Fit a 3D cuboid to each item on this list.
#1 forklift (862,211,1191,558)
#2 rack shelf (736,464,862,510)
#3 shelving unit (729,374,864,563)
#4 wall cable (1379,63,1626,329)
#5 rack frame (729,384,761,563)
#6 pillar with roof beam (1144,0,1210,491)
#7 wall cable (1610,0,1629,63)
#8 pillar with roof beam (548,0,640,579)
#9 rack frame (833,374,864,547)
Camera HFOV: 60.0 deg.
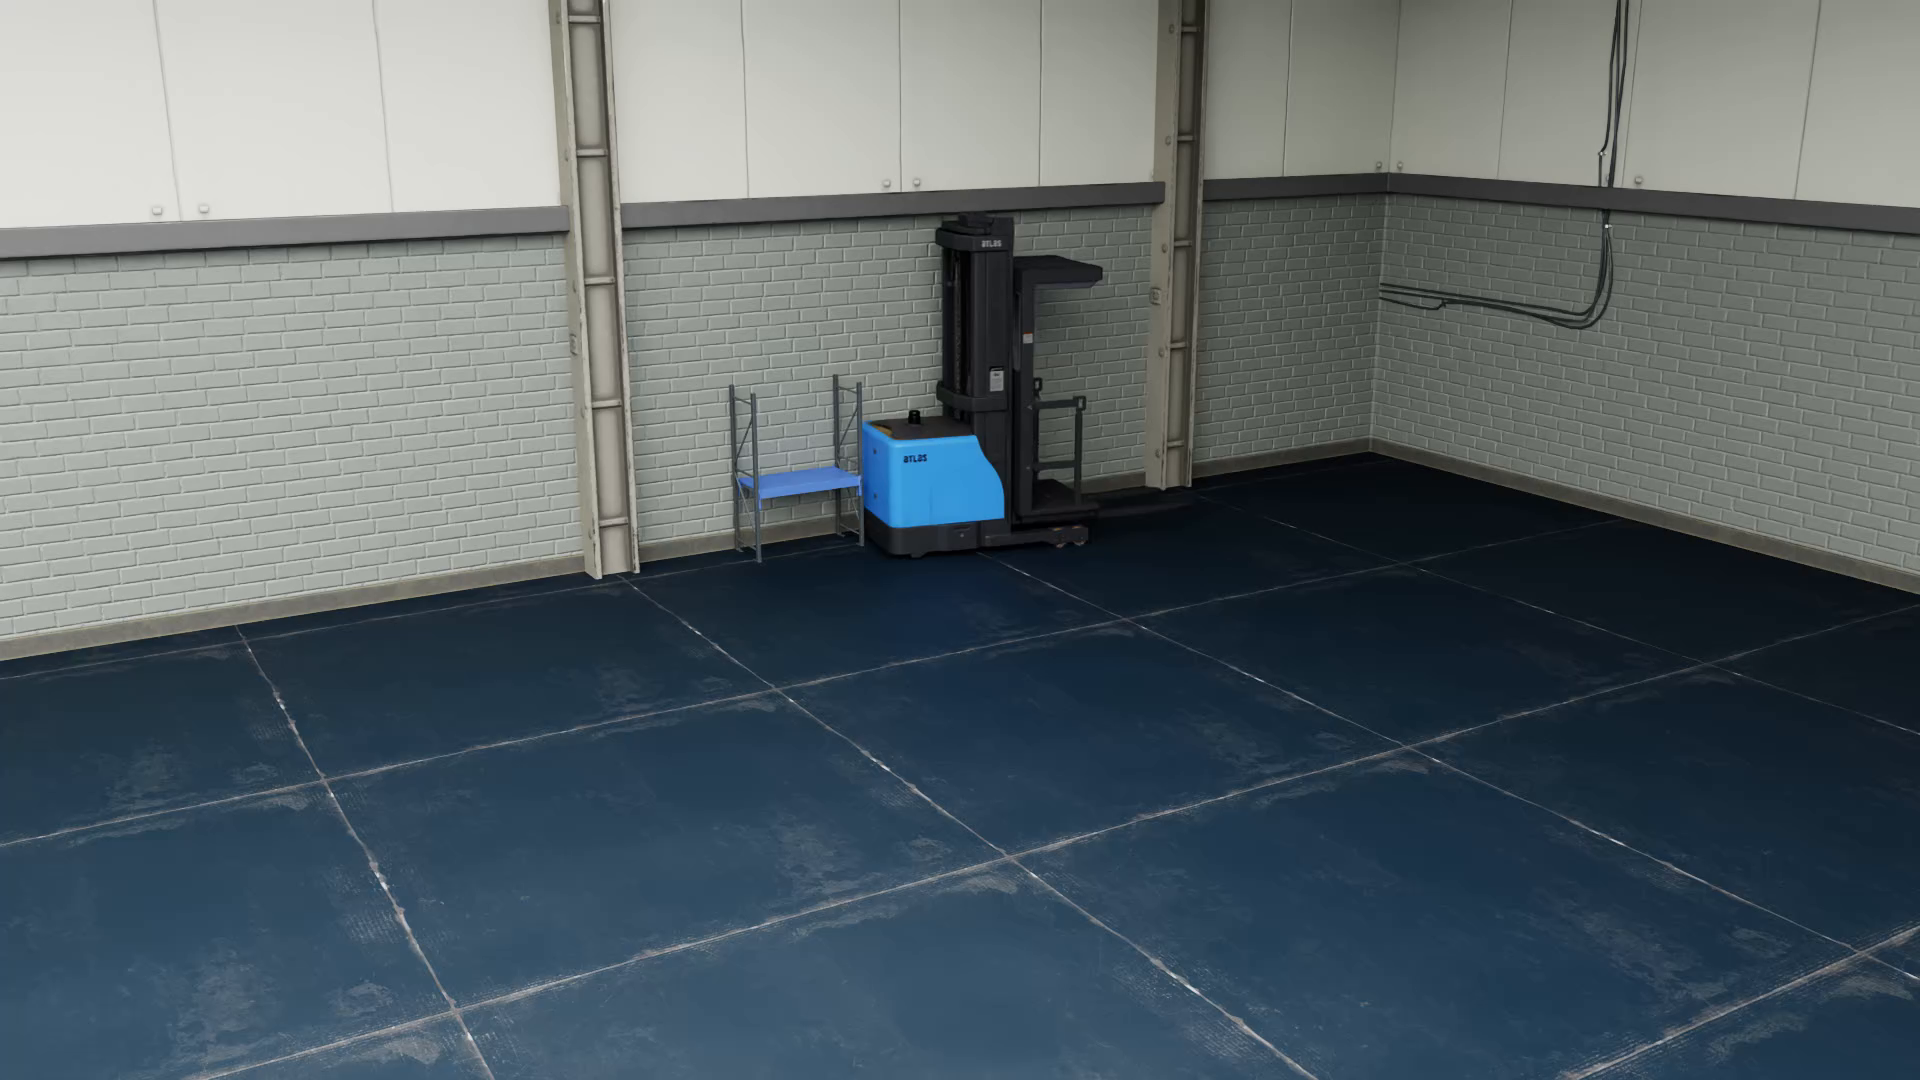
[{"bbox_3d":[0.640,-1.479,15.096,3.031,2.935,1.130,-6,17,-20],"label":"forklift"},{"bbox_3d":[-1.443,-0.479,14.847,1.000,0.185,0.538,-9,18,-30],"label":"rack shelf"},{"bbox_3d":[-1.443,-0.652,14.798,1.048,1.500,0.538,-9,18,-30],"label":"shelving unit"},{"bbox_3d":[5.362,-3.506,16.838,0.112,2.526,3.097,-9,18,-30],"label":"wall cable"},{"bbox_3d":[-1.878,-0.582,14.546,0.032,1.500,0.500,-9,18,-30],"label":"rack frame"},{"bbox_3d":[4.373,-3.902,12.496,0.400,9.000,9.100,-9,18,-30],"label":"pillar with roof beam"},{"bbox_3d":[6.755,-5.312,13.924,0.112,2.526,3.097,-9,18,-30],"label":"wall cable"},{"bbox_3d":[-0.771,-3.068,9.521,0.400,9.000,9.100,-9,18,-30],"label":"pillar with roof beam"},{"bbox_3d":[-1.007,-0.723,15.051,0.032,1.500,0.500,-9,18,-30],"label":"rack frame"}]
